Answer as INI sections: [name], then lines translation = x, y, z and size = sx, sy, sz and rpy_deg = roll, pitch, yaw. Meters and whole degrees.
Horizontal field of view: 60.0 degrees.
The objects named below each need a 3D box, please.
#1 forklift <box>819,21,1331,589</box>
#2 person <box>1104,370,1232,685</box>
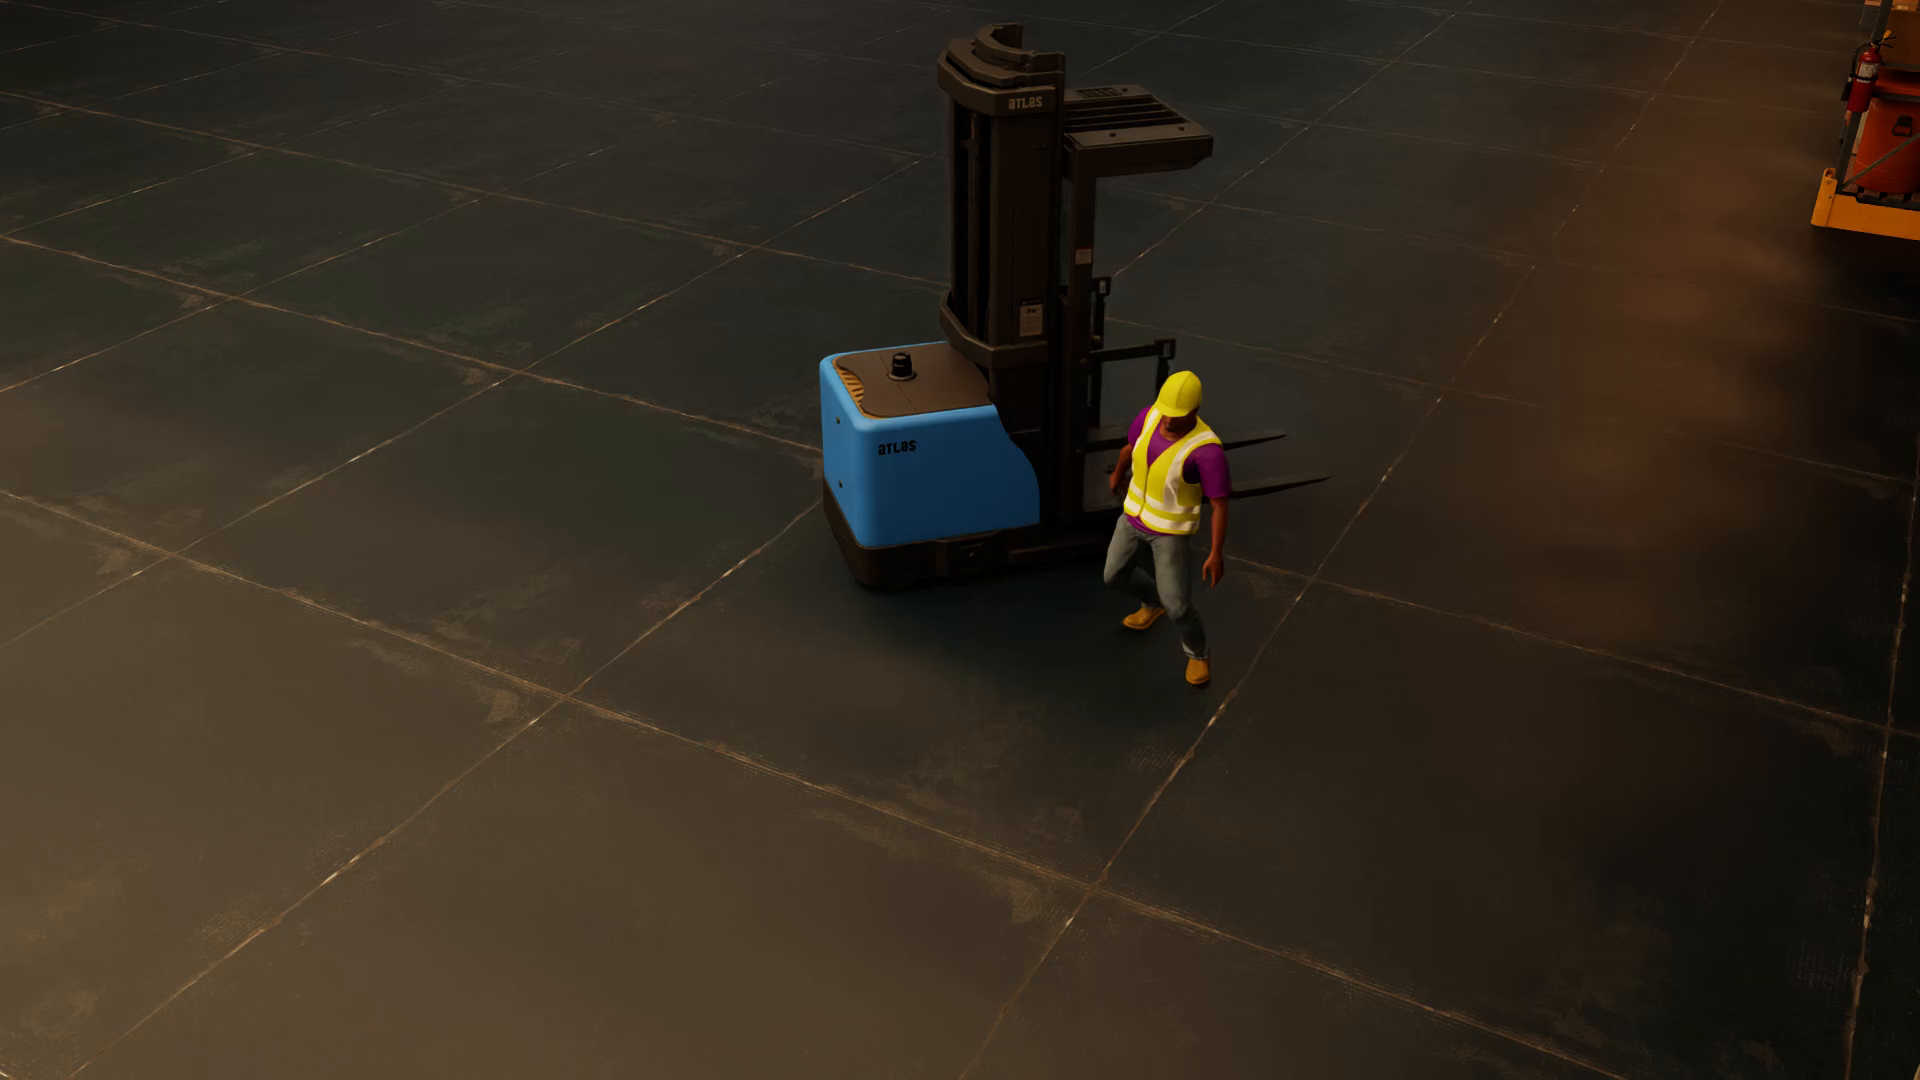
[forklift]
translation = 0.740, -1.407, 9.508
size = 3.031, 2.935, 1.130
rpy_deg = -9, 31, -15
[person]
translation = 1.053, -0.149, 8.583
size = 0.491, 1.683, 0.935
rpy_deg = -20, 35, -30
